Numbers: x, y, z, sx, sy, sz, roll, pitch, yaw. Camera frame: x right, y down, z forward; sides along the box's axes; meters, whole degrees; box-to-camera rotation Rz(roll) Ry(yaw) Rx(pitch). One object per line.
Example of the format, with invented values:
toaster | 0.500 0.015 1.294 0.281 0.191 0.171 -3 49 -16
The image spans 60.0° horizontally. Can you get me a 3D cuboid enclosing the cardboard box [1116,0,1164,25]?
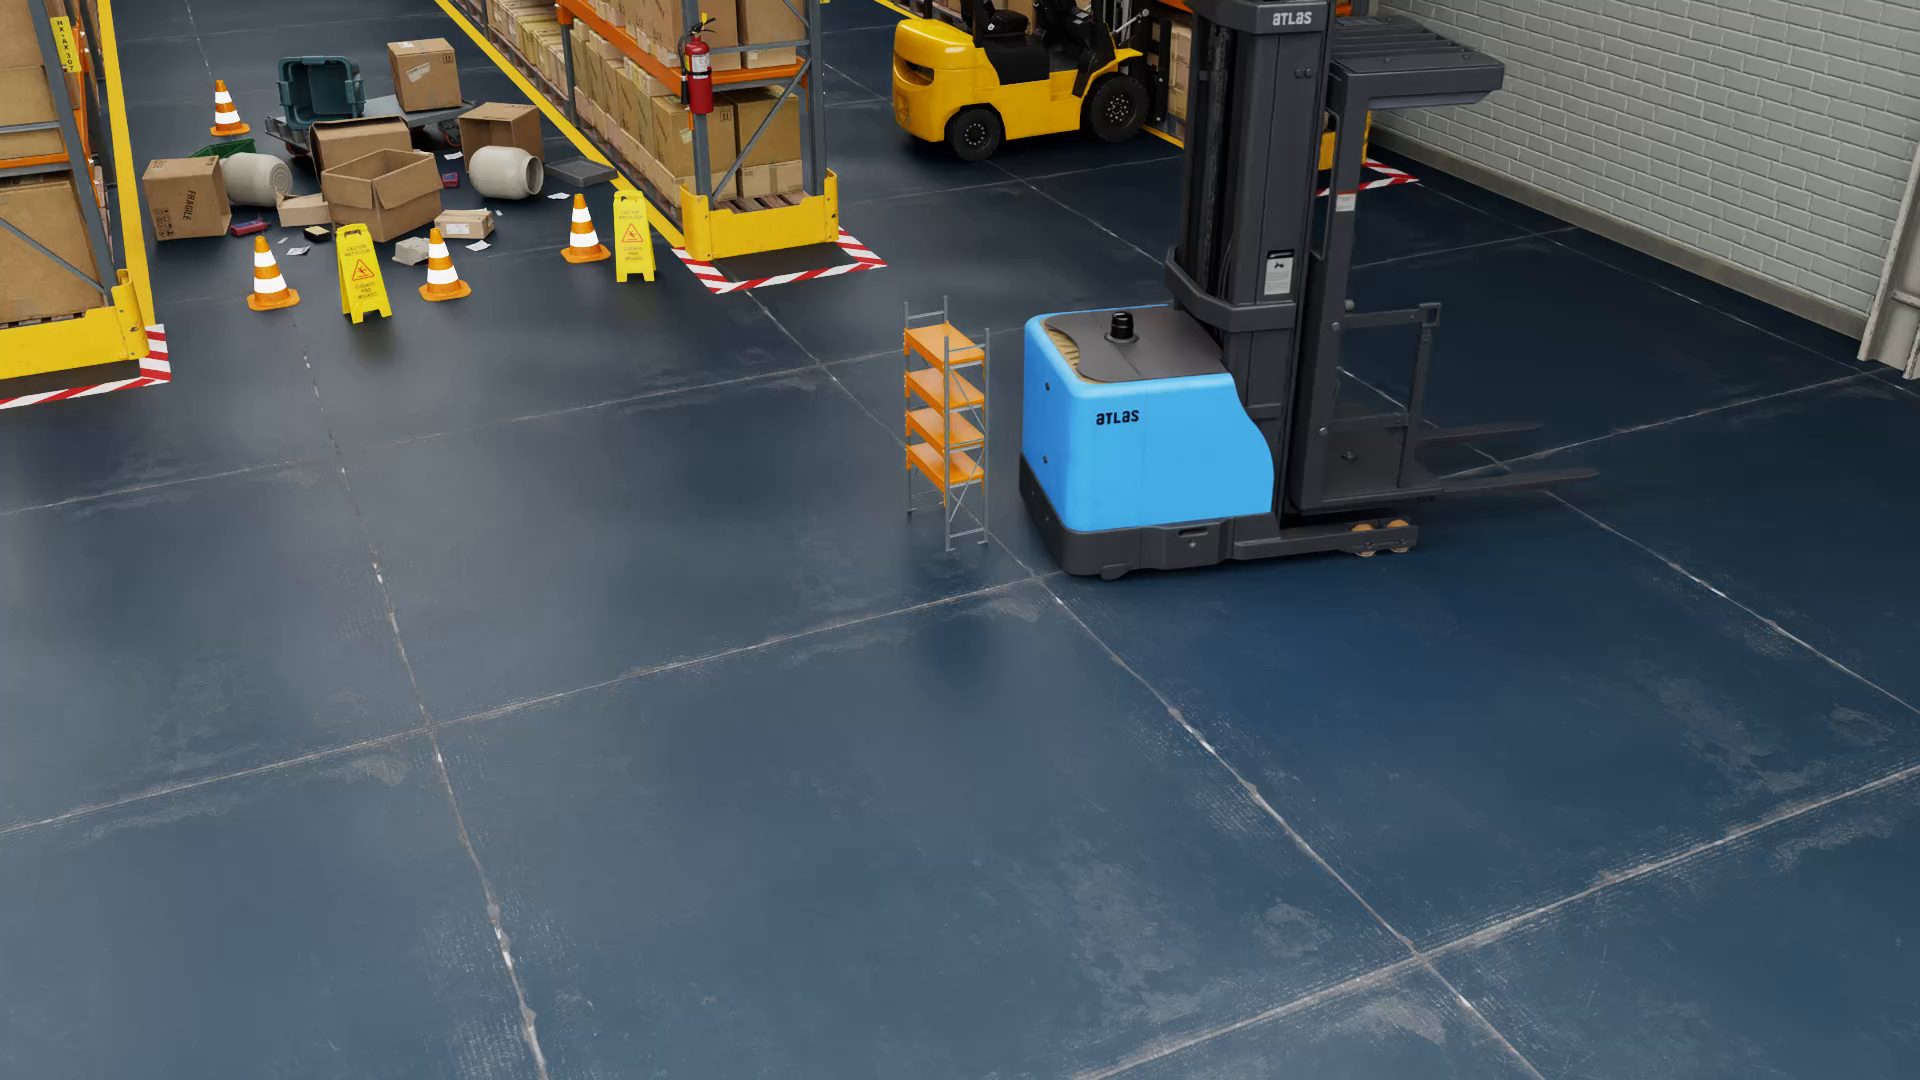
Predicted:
cardboard box | 1.636 -5.061 16.068 0.500 0.250 0.500 -12 31 -20

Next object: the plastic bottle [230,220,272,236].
plastic bottle | -5.573 -2.459 13.074 0.133 0.061 0.283 26 38 38

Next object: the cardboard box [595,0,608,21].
cardboard box | -2.818 -4.439 13.855 0.380 0.149 0.250 -13 32 -22

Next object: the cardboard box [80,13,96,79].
cardboard box | -9.168 -4.919 16.326 1.050 0.750 0.750 -14 32 -23

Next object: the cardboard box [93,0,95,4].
cardboard box | -10.521 -6.590 19.562 0.500 0.500 0.500 -14 32 -23

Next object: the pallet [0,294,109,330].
pallet | -6.328 -1.591 11.372 1.003 0.211 1.213 -13 32 -22

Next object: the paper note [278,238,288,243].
paper note | -5.241 -2.320 12.877 0.032 0.001 0.123 2 29 4

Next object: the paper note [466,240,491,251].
paper note | -3.690 -2.259 12.748 0.142 0.019 0.148 26 38 38

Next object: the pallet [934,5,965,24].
pallet | 0.398 -6.006 19.245 1.003 0.211 1.213 -13 32 -22

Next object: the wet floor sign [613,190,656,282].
wet floor sign | -2.372 -2.219 12.048 0.267 0.644 0.232 -3 29 -5

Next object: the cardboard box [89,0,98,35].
cardboard box | -9.641 -5.685 17.948 0.500 0.500 0.500 -13 32 -21

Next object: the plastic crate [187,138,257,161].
plastic crate | -6.374 -3.235 14.268 0.450 0.188 0.662 -7 28 9

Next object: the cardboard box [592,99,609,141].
cardboard box | -2.955 -3.755 14.761 0.500 0.250 0.500 -11 31 -19

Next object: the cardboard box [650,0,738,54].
cardboard box | -1.969 -3.910 12.250 0.500 0.500 0.500 -14 32 -23

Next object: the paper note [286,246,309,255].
paper note | -5.036 -2.206 12.654 0.144 0.017 0.142 -3 29 -5

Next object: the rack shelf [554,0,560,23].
rack shelf | -4.063 -5.891 16.925 1.077 0.370 4.000 -13 32 -22

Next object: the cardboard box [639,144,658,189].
cardboard box | -2.292 -3.070 13.539 0.500 0.250 0.500 -13 32 -22

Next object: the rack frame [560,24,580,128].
rack frame | -3.204 -5.322 15.174 1.000 3.000 0.127 -13 32 -22

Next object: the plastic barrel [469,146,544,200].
plastic barrel | -3.741 -3.026 13.713 0.512 0.421 0.421 7 30 13

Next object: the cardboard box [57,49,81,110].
cardboard box | -6.497 -3.203 11.241 0.875 0.550 0.550 -13 32 -22

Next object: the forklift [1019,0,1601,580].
forklift | 1.895 -1.439 8.319 3.031 2.935 1.130 -6 30 -11

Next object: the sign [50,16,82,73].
sign | -5.410 -2.997 10.061 0.100 0.325 0.005 -13 32 -22

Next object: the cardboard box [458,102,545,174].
cardboard box | -3.973 -3.473 14.431 0.500 0.500 0.500 7 30 13

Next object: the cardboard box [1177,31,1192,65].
cardboard box | 2.291 -4.381 14.855 0.500 0.250 0.500 -12 32 -21

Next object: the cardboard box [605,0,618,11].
cardboard box | -2.592 -4.582 13.448 0.500 0.500 0.500 -13 32 -21

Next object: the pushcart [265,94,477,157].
pushcart | -5.242 -3.677 14.922 0.936 0.377 1.648 26 38 38

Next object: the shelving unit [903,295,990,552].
shelving unit | -0.071 -0.596 8.587 0.258 1.200 0.503 -13 32 -22

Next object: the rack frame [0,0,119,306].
rack frame | -5.914 -2.471 10.089 1.000 3.000 0.127 -13 32 -22

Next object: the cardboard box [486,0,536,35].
cardboard box | -4.688 -5.874 18.416 0.950 0.372 0.625 -15 33 -25

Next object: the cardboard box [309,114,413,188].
cardboard box | -4.936 -3.181 13.769 0.797 0.637 0.503 -13 32 -22

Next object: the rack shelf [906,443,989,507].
rack shelf | -0.071 -0.365 8.717 0.258 0.148 0.480 -13 32 -22

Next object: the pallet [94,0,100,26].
pallet | -10.730 -6.212 19.612 1.003 0.211 1.213 -13 32 -22

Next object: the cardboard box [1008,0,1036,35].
cardboard box | 1.043 -5.741 17.920 0.875 0.625 0.625 -12 31 -20

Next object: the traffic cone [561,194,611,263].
traffic cone | -2.837 -2.367 12.499 0.336 0.463 0.334 -13 32 -22

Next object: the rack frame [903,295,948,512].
rack frame | -0.176 -0.704 8.779 0.240 1.200 0.015 -13 32 -22

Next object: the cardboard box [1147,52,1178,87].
cardboard box | 2.057 -4.397 15.396 0.500 0.250 0.500 -14 32 -23

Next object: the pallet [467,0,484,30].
pallet | -5.192 -6.236 19.656 1.003 0.211 1.213 -13 32 -22

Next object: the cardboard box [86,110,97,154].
cardboard box | -7.979 -3.695 14.143 1.050 0.750 0.750 -13 32 -22

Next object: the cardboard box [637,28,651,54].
cardboard box | -2.278 -3.879 12.858 0.380 0.149 0.250 -13 32 -21

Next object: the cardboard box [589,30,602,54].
cardboard box | -2.973 -4.304 14.310 0.380 0.149 0.250 -12 31 -20

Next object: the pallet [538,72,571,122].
pallet | -3.540 -4.449 16.468 1.003 0.211 1.213 -13 32 -22

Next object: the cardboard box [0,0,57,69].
cardboard box | -6.038 -3.179 10.095 0.875 0.550 0.550 -13 32 -22

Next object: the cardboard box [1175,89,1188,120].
cardboard box | 2.303 -3.945 15.101 0.500 0.250 0.500 -13 32 -22

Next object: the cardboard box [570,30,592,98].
cardboard box | -3.195 -4.315 14.994 0.500 0.500 0.500 -12 31 -20

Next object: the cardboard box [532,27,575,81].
cardboard box | -3.743 -4.907 16.691 0.950 0.372 0.625 -11 31 -19

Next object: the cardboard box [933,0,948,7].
cardboard box | 0.103 -6.715 19.656 0.875 0.625 0.625 -12 31 -20

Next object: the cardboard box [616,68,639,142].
cardboard box | -2.504 -3.619 13.752 0.500 0.500 0.500 -14 32 -23

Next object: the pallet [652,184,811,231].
pallet | -1.836 -2.738 13.418 1.003 0.211 1.213 -13 32 -22

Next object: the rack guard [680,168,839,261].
rack guard | -1.520 -2.498 12.694 1.175 0.500 0.348 -13 32 -22

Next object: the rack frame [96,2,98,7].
rack frame | -11.066 -7.772 19.542 1.000 3.000 0.127 -13 32 -22

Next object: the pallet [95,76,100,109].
pallet | -9.078 -4.424 16.424 1.003 0.211 1.213 -13 32 -22

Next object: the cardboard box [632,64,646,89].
cardboard box | -2.390 -3.708 13.247 0.380 0.149 0.250 -13 32 -21

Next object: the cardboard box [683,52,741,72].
cardboard box | -1.841 -3.565 12.298 0.380 0.149 0.250 -12 31 -20

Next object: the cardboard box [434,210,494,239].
cardboard box | -3.874 -2.466 12.995 0.380 0.149 0.250 2 29 4
